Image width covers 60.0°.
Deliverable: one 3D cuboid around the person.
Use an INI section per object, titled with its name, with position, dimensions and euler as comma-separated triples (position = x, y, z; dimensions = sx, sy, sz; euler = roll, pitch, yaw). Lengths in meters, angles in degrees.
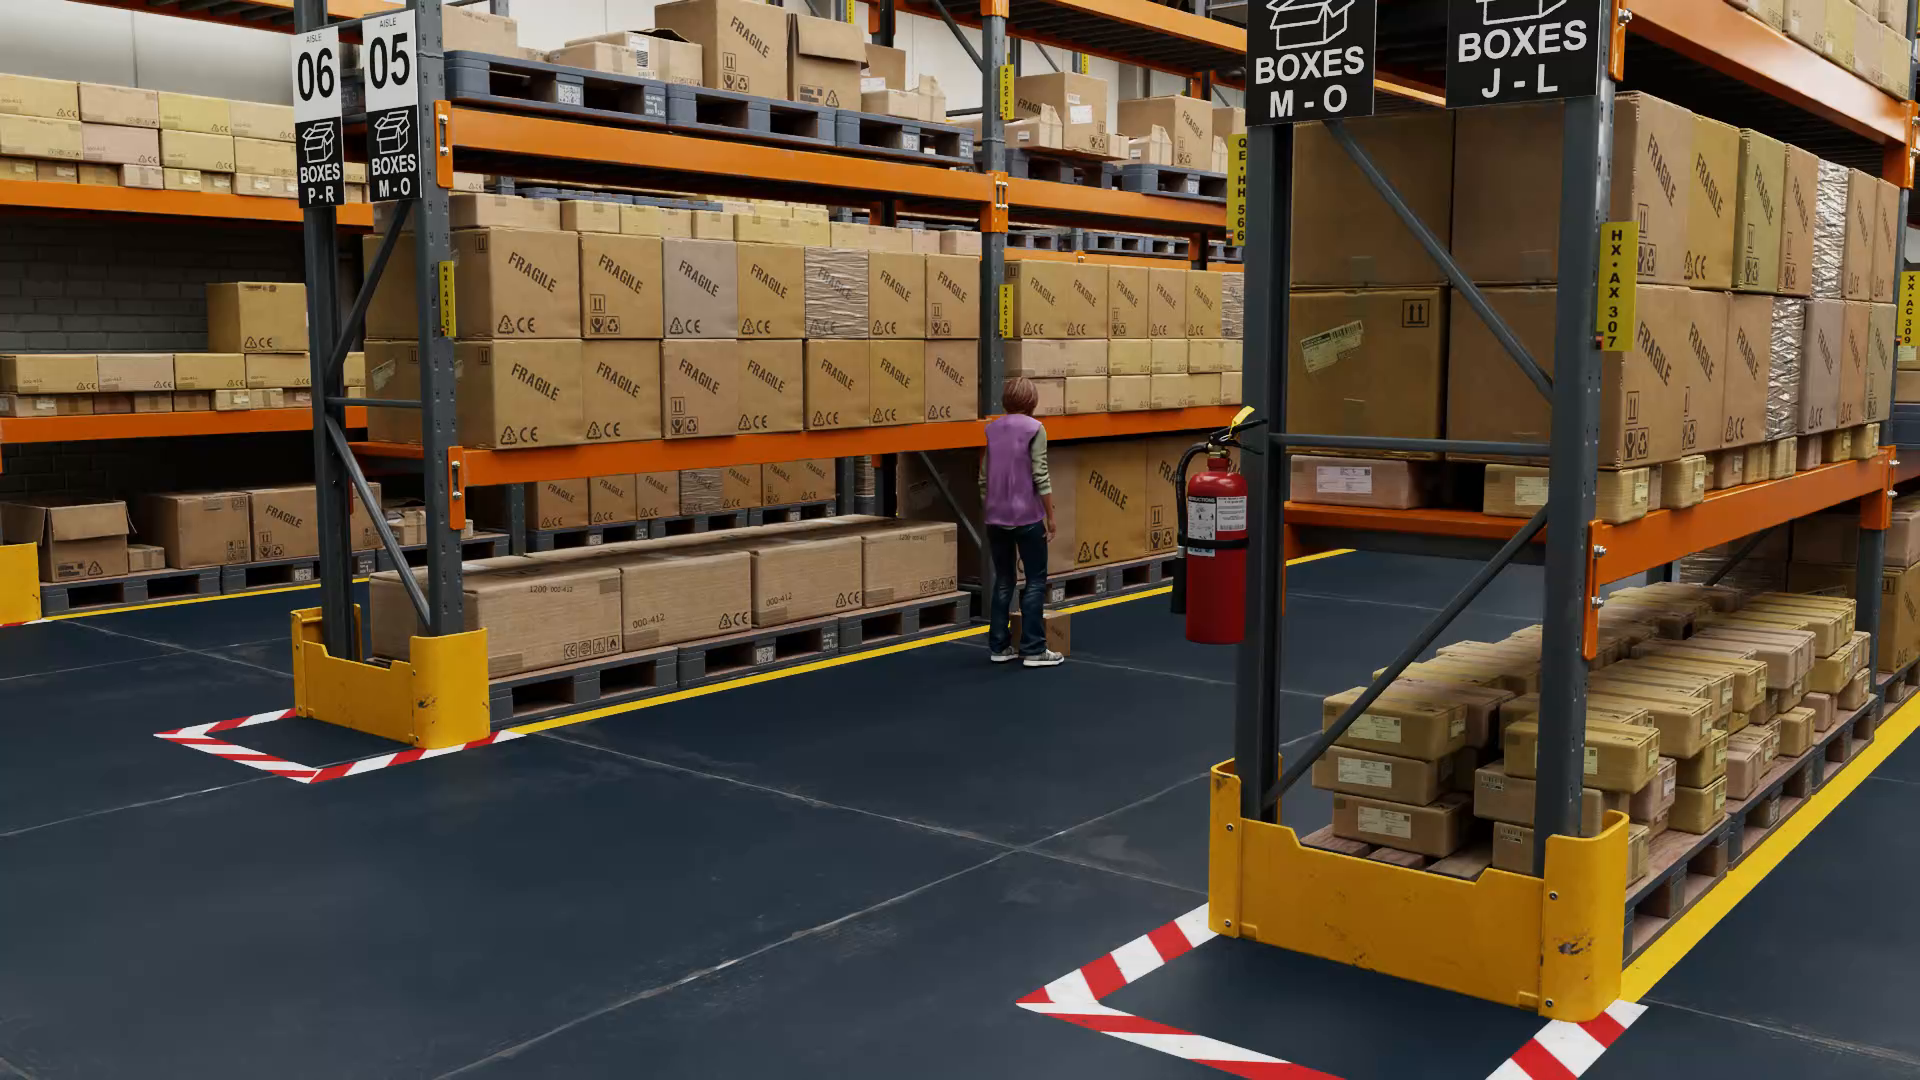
[person]
position = 0.317, -0.102, 9.212
dimensions = 0.468, 1.593, 0.350
euler = 5, 8, 35
